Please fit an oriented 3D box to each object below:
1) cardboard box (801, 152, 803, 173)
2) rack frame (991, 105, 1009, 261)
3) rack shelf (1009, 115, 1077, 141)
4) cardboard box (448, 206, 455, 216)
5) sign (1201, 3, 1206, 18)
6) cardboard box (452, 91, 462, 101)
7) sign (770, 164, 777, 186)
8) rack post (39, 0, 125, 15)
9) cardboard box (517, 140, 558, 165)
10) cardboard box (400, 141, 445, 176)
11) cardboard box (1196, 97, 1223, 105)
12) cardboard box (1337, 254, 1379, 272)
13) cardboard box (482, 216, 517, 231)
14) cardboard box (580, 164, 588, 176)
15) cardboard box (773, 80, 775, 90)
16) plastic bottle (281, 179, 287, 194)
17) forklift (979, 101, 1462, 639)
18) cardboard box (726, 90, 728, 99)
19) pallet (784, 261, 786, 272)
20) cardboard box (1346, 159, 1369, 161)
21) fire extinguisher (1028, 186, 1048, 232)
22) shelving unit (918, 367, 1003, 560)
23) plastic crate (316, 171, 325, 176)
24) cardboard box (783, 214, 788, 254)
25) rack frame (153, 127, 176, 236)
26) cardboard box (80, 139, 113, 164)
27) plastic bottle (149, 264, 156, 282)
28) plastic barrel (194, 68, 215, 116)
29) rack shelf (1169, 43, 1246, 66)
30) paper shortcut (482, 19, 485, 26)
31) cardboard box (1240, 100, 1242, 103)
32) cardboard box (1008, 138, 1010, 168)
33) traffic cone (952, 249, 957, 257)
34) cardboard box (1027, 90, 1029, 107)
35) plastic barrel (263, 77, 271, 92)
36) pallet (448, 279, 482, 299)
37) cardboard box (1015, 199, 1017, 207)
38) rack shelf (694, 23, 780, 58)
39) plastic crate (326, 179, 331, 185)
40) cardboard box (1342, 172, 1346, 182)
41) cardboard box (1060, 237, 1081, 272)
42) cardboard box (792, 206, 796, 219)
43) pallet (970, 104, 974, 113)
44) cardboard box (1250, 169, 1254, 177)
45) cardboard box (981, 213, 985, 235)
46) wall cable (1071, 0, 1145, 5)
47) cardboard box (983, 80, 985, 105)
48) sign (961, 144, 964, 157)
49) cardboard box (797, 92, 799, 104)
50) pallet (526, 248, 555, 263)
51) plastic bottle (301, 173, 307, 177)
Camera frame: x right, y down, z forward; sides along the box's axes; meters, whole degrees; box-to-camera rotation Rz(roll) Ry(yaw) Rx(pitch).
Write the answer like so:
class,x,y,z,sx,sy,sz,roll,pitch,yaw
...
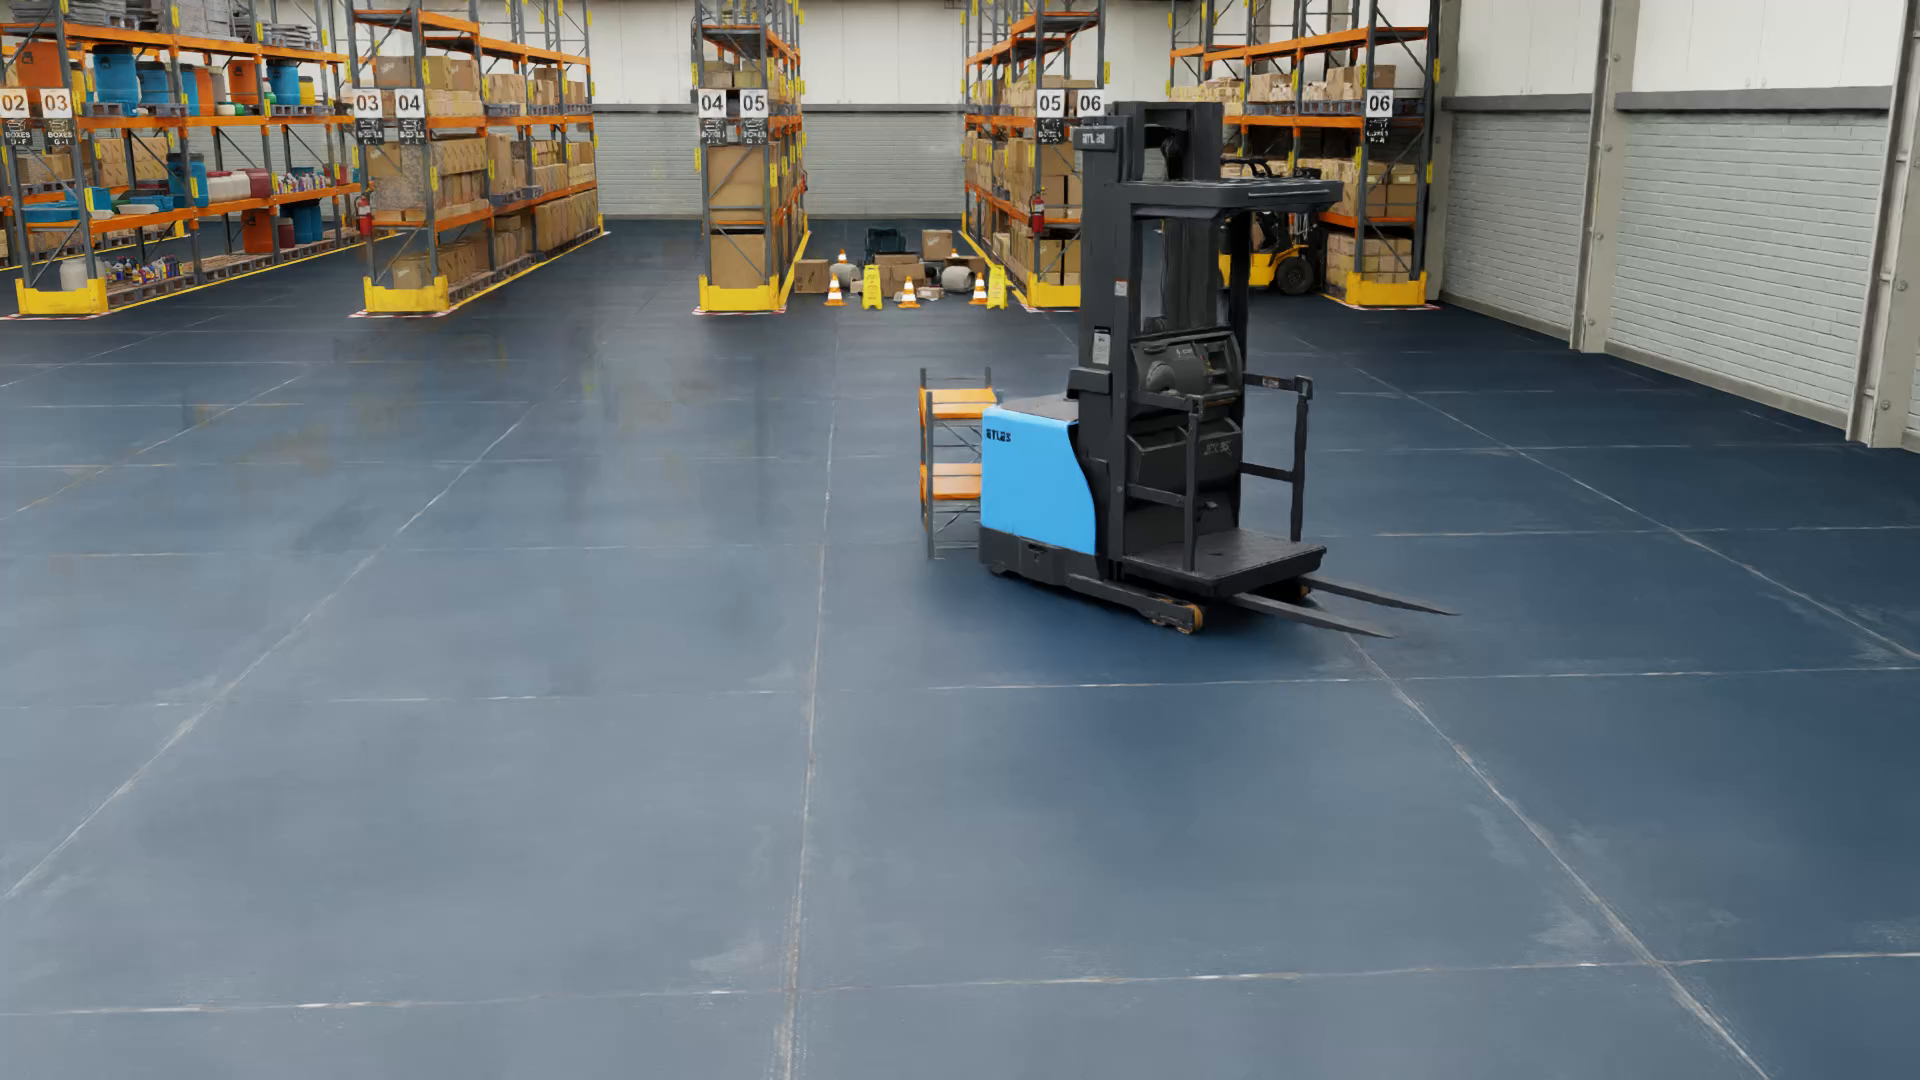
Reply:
class,x,y,z,sx,sy,sz,roll,pitch,yaw
cardboard box,-4.017,-8.997,39.676,0.500,0.500,0.500,-1,14,-2
rack frame,1.128,-7.024,32.806,1.000,3.000,0.127,-1,14,-3
rack shelf,1.500,-6.636,26.723,1.077,0.370,4.000,-1,14,-3
cardboard box,-8.131,-5.145,26.008,0.380,0.149,0.250,-1,14,-3
sign,5.291,-11.489,36.086,0.100,0.325,0.005,-1,14,-3
cardboard box,-8.120,-7.045,26.370,0.380,0.149,0.250,0,14,-1
sign,-2.756,-5.398,24.589,0.100,0.325,0.005,-1,14,-3
rack post,-13.362,-8.155,25.315,0.937,0.300,0.954,-1,14,-4
cardboard box,-8.963,-8.241,35.324,0.797,0.503,0.637,-1,14,-5
cardboard box,-8.029,-5.699,24.853,0.500,0.500,0.500,-1,14,-3
cardboard box,5.554,-9.737,37.034,0.500,0.250,0.500,-1,14,-3
cardboard box,6.235,-4.342,26.055,0.500,0.250,0.500,-1,14,-4
cardboard box,-8.649,-5.939,31.217,0.500,0.250,0.500,1,14,3
cardboard box,-8.901,-8.563,38.491,0.500,0.250,0.500,-1,14,-5
cardboard box,-3.179,-7.209,26.167,0.500,0.250,0.500,-1,14,-4
plastic bottle,-13.402,-7.000,32.946,0.061,0.283,0.133,-1,14,-3
forklift,1.482,-1.029,9.645,1.130,2.935,3.031,-13,19,-41
cardboard box,-3.701,-6.720,25.065,0.380,0.149,0.250,-1,14,-3
pallet,-3.760,-5.072,30.816,1.003,0.211,1.213,-1,14,-3
cardboard box,6.733,-6.349,28.082,0.380,0.149,0.250,-1,14,-5
fire extinguisher,1.171,-4.961,24.945,0.296,0.674,0.183,-1,14,-3
shelving unit,0.000,-0.546,11.393,0.538,1.125,1.048,-1,14,-3
plastic crate,-14.415,-8.264,37.840,0.416,0.233,0.300,-1,14,-3
cardboard box,-3.858,-5.884,32.046,1.050,0.750,0.750,-1,14,-4
rack frame,-19.146,-8.709,39.354,1.000,3.000,0.127,-1,14,-3
cardboard box,-18.647,-8.368,35.823,0.500,0.500,0.500,-1,14,-2
plastic bottle,-13.052,-4.313,26.862,0.097,0.271,0.097,0,14,0
plastic barrel,-13.832,-8.085,30.048,0.600,0.830,0.708,-1,14,-3
rack shelf,5.710,-11.149,38.250,1.077,0.370,4.000,-1,14,-3
paper shortcut,-9.369,-10.164,32.692,0.009,0.170,0.078,9,-17,-6
cardboard box,5.823,-8.824,33.283,0.380,0.149,0.250,-1,14,-5
cardboard box,1.187,-6.593,28.328,0.700,0.500,0.500,-1,14,-4
traffic cone,-0.098,-5.087,30.371,0.336,0.463,0.334,-1,14,-3
cardboard box,1.306,-6.807,25.647,0.500,0.250,0.500,-1,14,-4
plastic barrel,-13.967,-8.955,33.176,0.433,0.535,0.433,0,14,0
pallet,-8.360,-4.055,26.864,1.003,0.211,1.213,-1,14,-3
cardboard box,1.143,-5.762,28.407,0.380,0.149,0.250,0,14,-2
rack shelf,-3.435,-7.794,26.004,1.077,0.370,4.000,-1,14,-3
plastic crate,-13.841,-7.809,36.265,0.396,0.136,0.243,-1,14,-3
cardboard box,6.272,-5.747,26.340,0.380,0.149,0.250,-1,14,-4
cardboard box,1.848,-4.480,26.090,0.500,0.500,0.500,-1,14,-5
cardboard box,-3.690,-6.833,34.731,0.500,0.250,0.500,-2,15,-6
pallet,0.767,-9.935,38.278,1.003,0.211,1.213,-1,14,-3
cardboard box,5.895,-7.032,32.137,0.500,0.250,0.500,0,14,-2
cardboard box,0.948,-7.139,37.553,0.875,0.438,0.875,-1,14,-4
wall cable,3.532,-13.392,45.442,2.988,3.039,0.133,-1,14,-3
cardboard box,0.729,-9.162,34.054,0.500,0.500,0.500,-1,14,-3
sign,0.078,-9.464,40.394,0.100,0.325,0.005,-1,14,-3
cardboard box,-3.888,-9.912,37.309,0.500,0.250,0.500,-1,14,-2
pallet,-8.737,-5.718,33.326,1.003,0.211,1.213,-1,14,-3
plastic bottle,-13.703,-7.494,34.731,0.144,0.351,0.185,-1,14,-3
